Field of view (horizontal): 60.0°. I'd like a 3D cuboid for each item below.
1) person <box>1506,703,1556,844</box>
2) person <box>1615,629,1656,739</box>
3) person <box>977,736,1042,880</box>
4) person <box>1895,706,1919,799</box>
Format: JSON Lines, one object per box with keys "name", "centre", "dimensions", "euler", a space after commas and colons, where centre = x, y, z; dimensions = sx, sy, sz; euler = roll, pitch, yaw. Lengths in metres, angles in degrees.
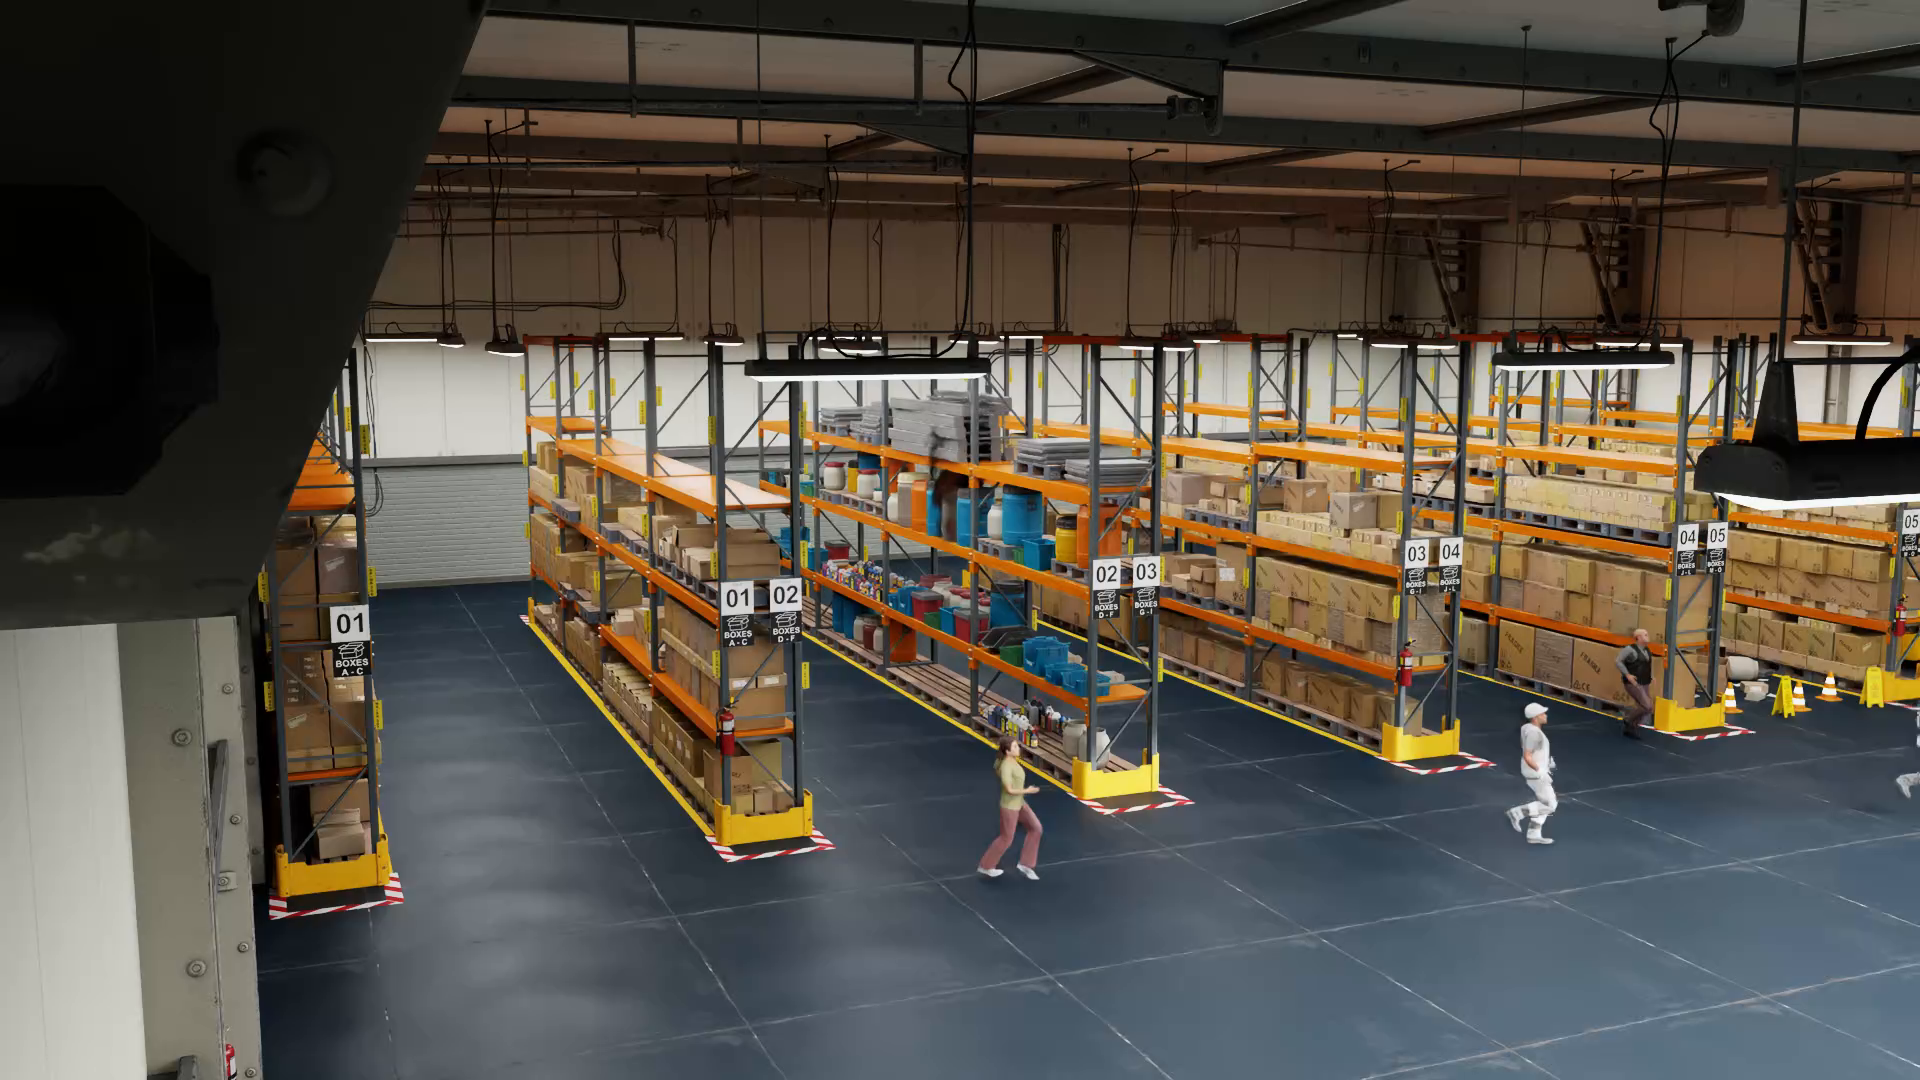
{"name": "person", "centre": [6.913, 2.816, 20.093], "dimensions": [0.592, 1.732, 0.672], "euler": [2, 8, 11]}
{"name": "person", "centre": [10.242, 2.179, 25.029], "dimensions": [0.683, 1.687, 0.545], "euler": [-5, 9, -33]}
{"name": "person", "centre": [0.560, 3.039, 18.788], "dimensions": [0.720, 1.693, 0.579], "euler": [2, 8, 12]}
{"name": "person", "centre": [12.427, 2.660, 21.319], "dimensions": [0.670, 1.740, 0.660], "euler": [2, 8, 14]}
